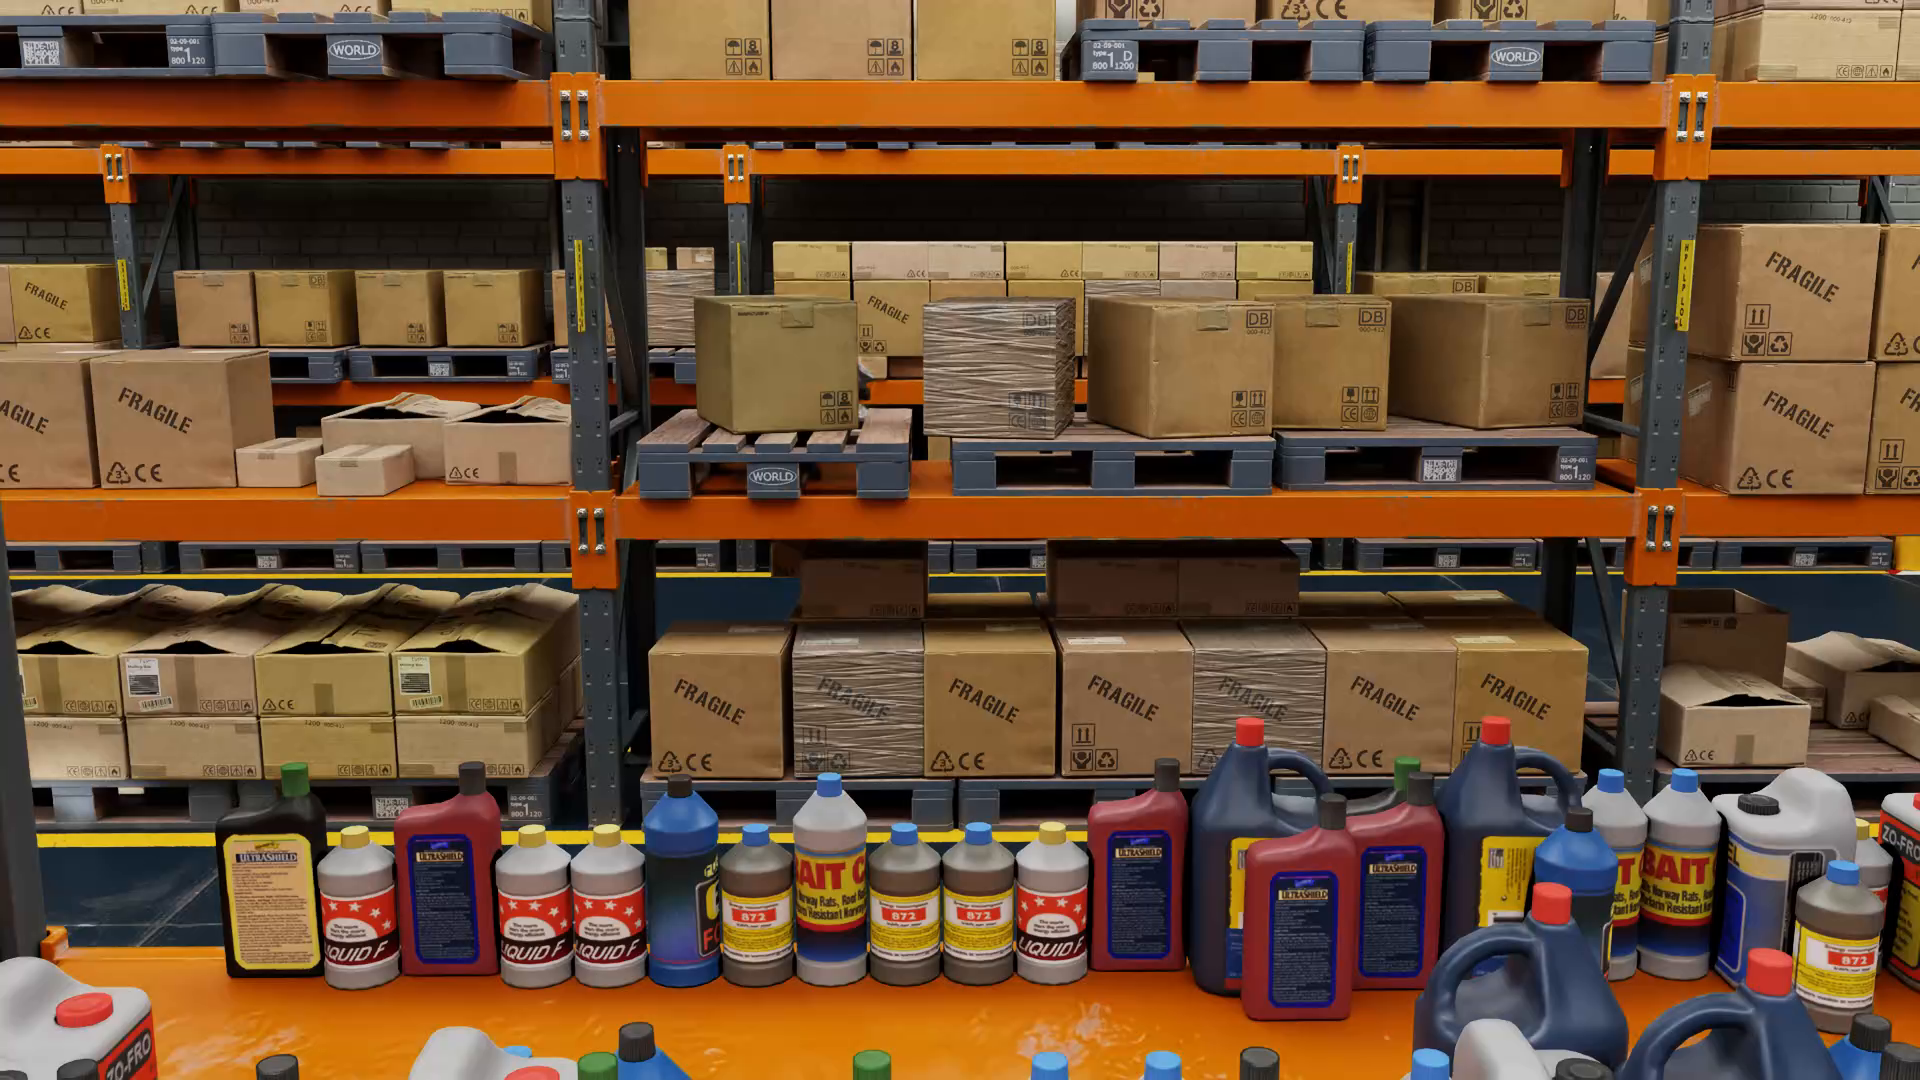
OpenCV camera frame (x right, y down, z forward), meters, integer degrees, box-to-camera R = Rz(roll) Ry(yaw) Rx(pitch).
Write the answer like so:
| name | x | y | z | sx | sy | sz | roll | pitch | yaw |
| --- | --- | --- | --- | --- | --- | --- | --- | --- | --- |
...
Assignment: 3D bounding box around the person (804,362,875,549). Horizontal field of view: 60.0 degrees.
| name | x | y | z | sx | sy | sz | roll | pitch | yaw |
| --- | --- | --- | --- | --- | --- | --- | --- | --- | --- |
| person | -0.642 | -0.082 | 8.204 | 0.604 | 1.694 | 0.474 | 0 | 10 | -2 |
